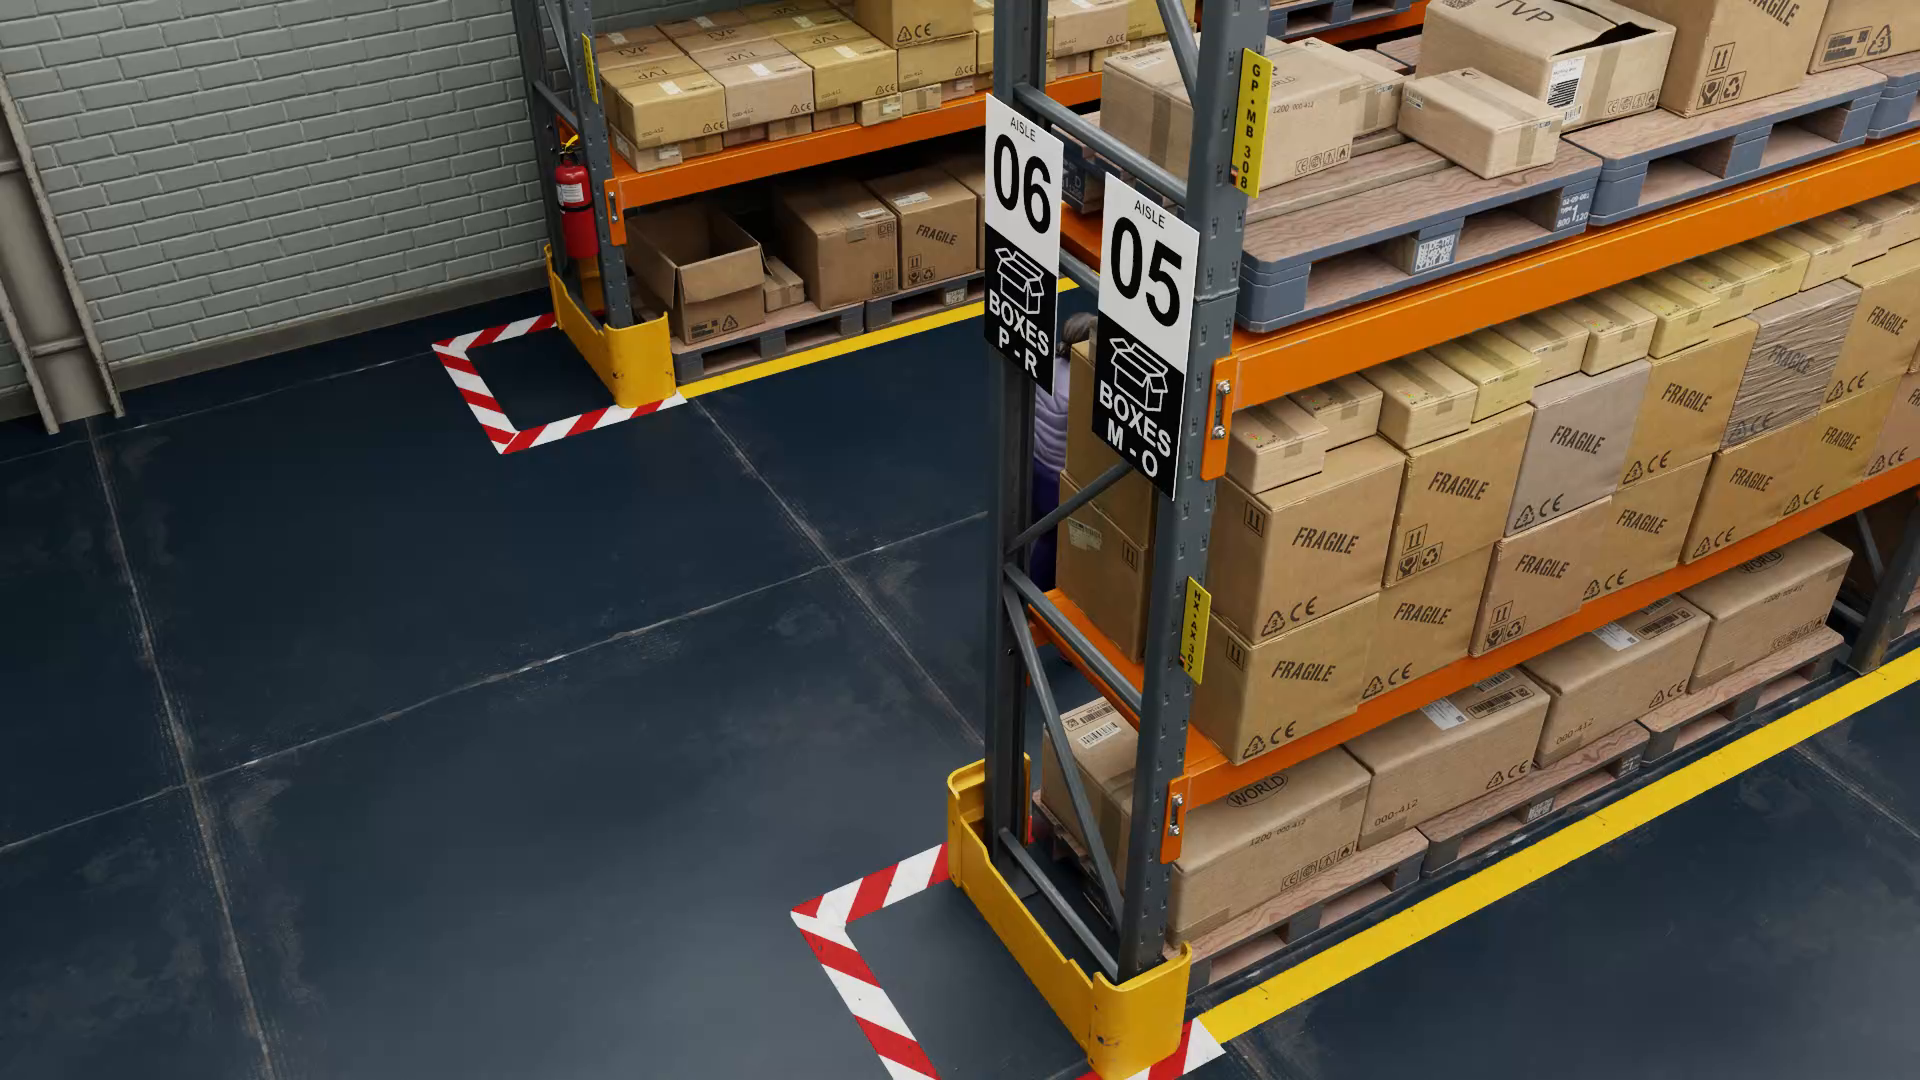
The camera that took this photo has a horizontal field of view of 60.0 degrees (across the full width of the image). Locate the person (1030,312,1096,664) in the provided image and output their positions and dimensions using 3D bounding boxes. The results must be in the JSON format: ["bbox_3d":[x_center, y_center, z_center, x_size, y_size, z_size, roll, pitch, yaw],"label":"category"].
[{"bbox_3d":[0.472,-0.226,7.231,0.367,1.653,0.563,-21,42,-26],"label":"person"}]
